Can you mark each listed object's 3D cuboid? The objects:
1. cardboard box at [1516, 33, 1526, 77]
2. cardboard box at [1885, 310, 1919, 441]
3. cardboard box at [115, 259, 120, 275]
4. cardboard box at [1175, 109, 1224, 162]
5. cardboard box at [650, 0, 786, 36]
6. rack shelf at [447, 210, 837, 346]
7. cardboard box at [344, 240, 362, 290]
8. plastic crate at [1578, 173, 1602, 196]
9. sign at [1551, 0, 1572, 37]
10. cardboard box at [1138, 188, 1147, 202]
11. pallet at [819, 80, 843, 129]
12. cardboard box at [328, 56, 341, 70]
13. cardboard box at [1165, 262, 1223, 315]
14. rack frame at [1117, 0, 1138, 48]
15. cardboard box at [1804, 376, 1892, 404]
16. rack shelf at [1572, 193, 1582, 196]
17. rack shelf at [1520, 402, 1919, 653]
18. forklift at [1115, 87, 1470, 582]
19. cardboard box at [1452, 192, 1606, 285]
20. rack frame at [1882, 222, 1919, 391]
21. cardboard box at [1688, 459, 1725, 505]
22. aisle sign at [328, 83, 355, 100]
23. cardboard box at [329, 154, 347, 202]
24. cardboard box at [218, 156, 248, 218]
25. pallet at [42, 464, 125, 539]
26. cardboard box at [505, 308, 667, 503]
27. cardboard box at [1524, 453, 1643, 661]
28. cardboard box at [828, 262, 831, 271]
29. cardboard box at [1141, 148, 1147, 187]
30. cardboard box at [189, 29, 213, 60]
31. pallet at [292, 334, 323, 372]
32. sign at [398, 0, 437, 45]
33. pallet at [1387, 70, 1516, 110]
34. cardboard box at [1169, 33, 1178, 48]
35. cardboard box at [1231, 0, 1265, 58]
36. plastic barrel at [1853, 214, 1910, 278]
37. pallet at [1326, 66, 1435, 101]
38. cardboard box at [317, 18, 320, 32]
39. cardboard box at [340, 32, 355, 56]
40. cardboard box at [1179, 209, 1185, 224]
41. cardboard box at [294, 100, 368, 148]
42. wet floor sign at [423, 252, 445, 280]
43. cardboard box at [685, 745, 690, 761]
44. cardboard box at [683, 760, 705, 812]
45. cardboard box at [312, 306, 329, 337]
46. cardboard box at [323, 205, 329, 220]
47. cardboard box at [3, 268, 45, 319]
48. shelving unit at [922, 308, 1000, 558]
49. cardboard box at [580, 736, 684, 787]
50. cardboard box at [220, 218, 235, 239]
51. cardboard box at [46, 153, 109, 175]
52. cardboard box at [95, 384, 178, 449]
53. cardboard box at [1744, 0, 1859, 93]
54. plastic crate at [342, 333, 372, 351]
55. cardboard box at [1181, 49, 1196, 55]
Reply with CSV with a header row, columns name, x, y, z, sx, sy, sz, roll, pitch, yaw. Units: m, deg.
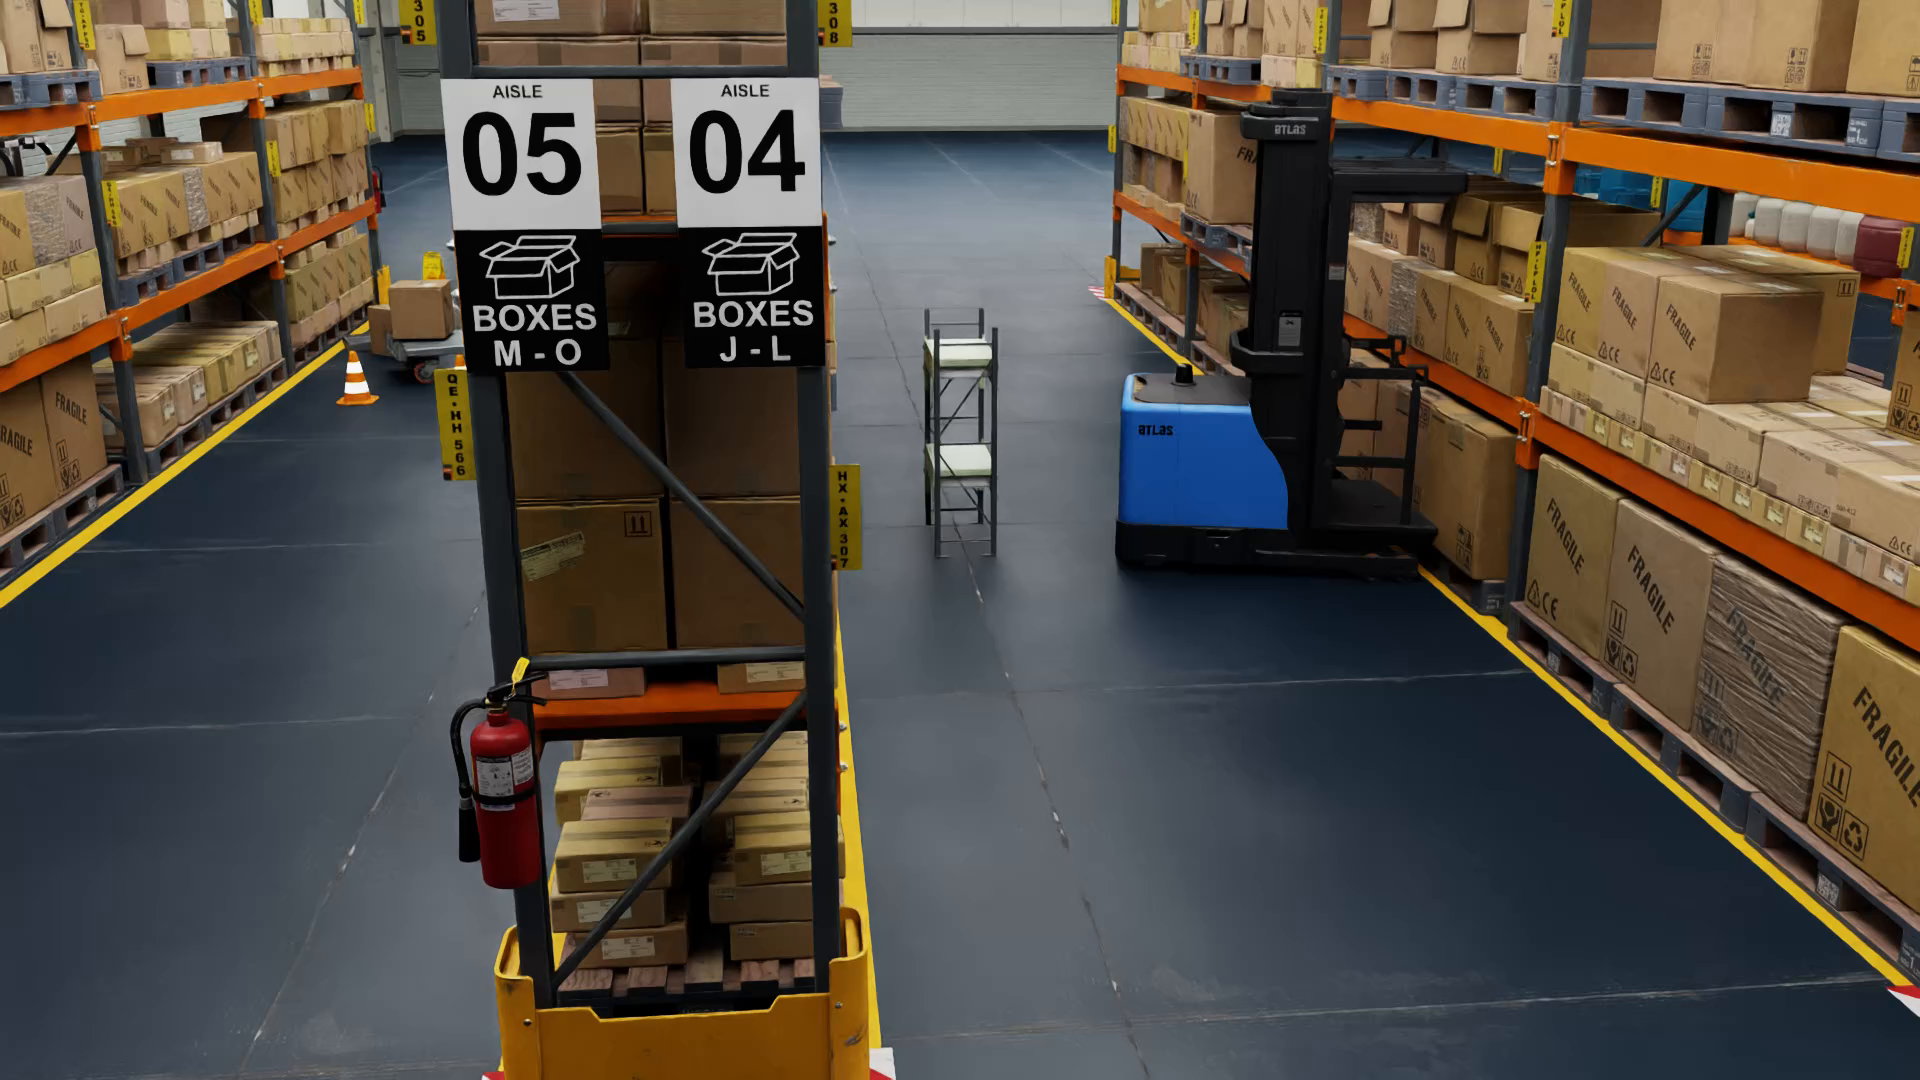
name,x,y,z,sx,sy,sz,roll,pitch,yaw
cardboard box,3.624,-2.870,9.749,0.500,0.311,0.500,-2,18,-8
cardboard box,4.168,-0.642,6.715,0.500,0.500,0.500,-2,18,-7
cardboard box,-6.471,-2.020,12.320,0.380,0.149,0.250,-3,18,-9
cardboard box,2.502,-4.127,16.981,0.500,0.500,0.500,-2,18,-6
cardboard box,-0.691,-1.528,4.778,0.380,0.149,0.250,-2,18,-6
rack shelf,-1.090,-1.320,6.566,1.077,0.370,4.000,-2,18,-6
cardboard box,-7.048,-3.080,18.618,0.500,0.500,0.500,-1,17,-4
plastic crate,7.747,-4.275,20.033,0.499,0.251,0.408,-2,18,-6
sign,3.109,-2.759,8.562,0.100,0.325,0.005,-2,18,-6
cardboard box,2.285,-4.015,19.379,0.380,0.149,0.250,-2,18,-6
pallet,-1.254,-2.357,8.981,1.213,0.211,1.003,-2,18,-6
cardboard box,-7.080,-5.280,18.400,0.380,0.149,0.250,-1,17,-4
cardboard box,2.612,-2.816,18.609,0.500,0.500,0.500,-3,18,-11
rack frame,2.410,-7.388,19.688,1.000,3.000,0.127,-2,18,-6
cardboard box,4.063,-0.592,7.808,0.500,0.250,0.500,-1,17,-5
rack shelf,7.543,-3.740,19.283,1.077,0.370,4.000,-2,18,-6
rack shelf,3.854,-0.012,7.408,1.077,0.370,4.000,-2,18,-6
forklift,2.546,-1.308,10.449,3.031,2.935,1.130,2,18,6
cardboard box,3.514,-1.872,10.291,0.797,0.503,0.637,-2,17,-5
rack frame,8.162,-2.296,13.482,1.000,3.000,0.127,-2,18,-6
cardboard box,3.510,-0.268,7.443,0.380,0.149,0.250,-2,18,-7
aisle sign,-7.165,-5.488,19.309,0.394,0.787,0.004,-2,18,-6
cardboard box,-7.022,-3.958,18.113,0.500,0.500,0.500,-2,18,-6
cardboard box,-6.706,-3.140,14.806,0.500,0.500,0.500,-2,18,-5
pallet,-6.616,-0.269,11.681,1.003,0.211,1.213,-2,18,-6
cardboard box,-1.178,-0.431,5.211,0.500,0.500,0.500,-2,18,-7
cardboard box,3.636,0.062,8.819,0.875,0.875,0.875,-2,18,-6
cardboard box,-0.961,-1.558,9.855,0.380,0.149,0.250,-2,18,-6
cardboard box,2.610,-4.406,19.539,0.875,0.500,0.500,-2,18,-6
cardboard box,-6.783,-4.268,14.304,0.500,0.250,0.500,-2,17,-5
pallet,-7.139,-1.897,16.867,1.003,0.211,1.213,-2,18,-6
sign,-1.438,-1.478,4.393,0.100,0.325,0.005,-2,18,-6
pallet,3.473,-2.960,10.906,1.003,0.211,1.213,-1,17,-3
cardboard box,2.399,-5.208,17.335,0.380,0.149,0.250,-2,18,-7
cardboard box,2.871,-4.591,14.913,0.797,0.503,0.637,-1,17,-3
plastic barrel,7.812,-2.489,13.872,0.600,0.536,0.708,-2,18,-6
pallet,3.354,-3.293,11.967,1.213,0.211,1.003,-1,17,-3
cardboard box,-7.093,-5.516,17.820,0.380,0.149,0.250,-2,18,-6
cardboard box,-7.126,-5.577,18.680,0.500,0.250,0.500,-2,18,-6
cardboard box,2.492,-3.344,17.241,0.380,0.149,0.250,-2,18,-6
cardboard box,-7.177,-4.741,18.938,0.700,0.500,0.500,-2,18,-7
wet floor sign,-6.402,-3.186,20.249,0.267,0.644,0.232,4,18,13
cardboard box,-1.350,0.989,7.077,0.380,0.149,0.250,-1,17,-5
cardboard box,-1.203,0.995,6.561,0.380,0.149,0.250,-2,18,-6
cardboard box,-6.893,-2.260,17.256,0.500,0.250,0.500,-1,17,-3
cardboard box,-6.924,-3.468,17.634,0.380,0.149,0.250,-2,18,-6
cardboard box,-6.190,-1.562,10.562,0.500,0.250,0.500,-2,18,-7
shelving unit,-0.001,-0.718,10.959,0.431,1.500,0.755,-2,18,-6
cardboard box,-1.276,0.861,6.492,0.380,0.149,0.250,-2,18,-8
cardboard box,-6.605,-2.733,14.594,0.380,0.149,0.250,-2,18,-5
cardboard box,-7.071,-3.015,13.324,0.380,0.149,0.250,-3,18,-8
cardboard box,-6.670,-0.952,12.887,0.950,0.372,0.625,-3,18,-9
cardboard box,3.752,-2.126,6.898,0.700,0.500,0.500,-1,17,-3
plastic crate,-6.381,-2.128,17.823,0.402,0.080,0.583,-8,19,-25
cardboard box,2.516,-4.822,16.770,0.500,0.250,0.500,-1,17,-4
